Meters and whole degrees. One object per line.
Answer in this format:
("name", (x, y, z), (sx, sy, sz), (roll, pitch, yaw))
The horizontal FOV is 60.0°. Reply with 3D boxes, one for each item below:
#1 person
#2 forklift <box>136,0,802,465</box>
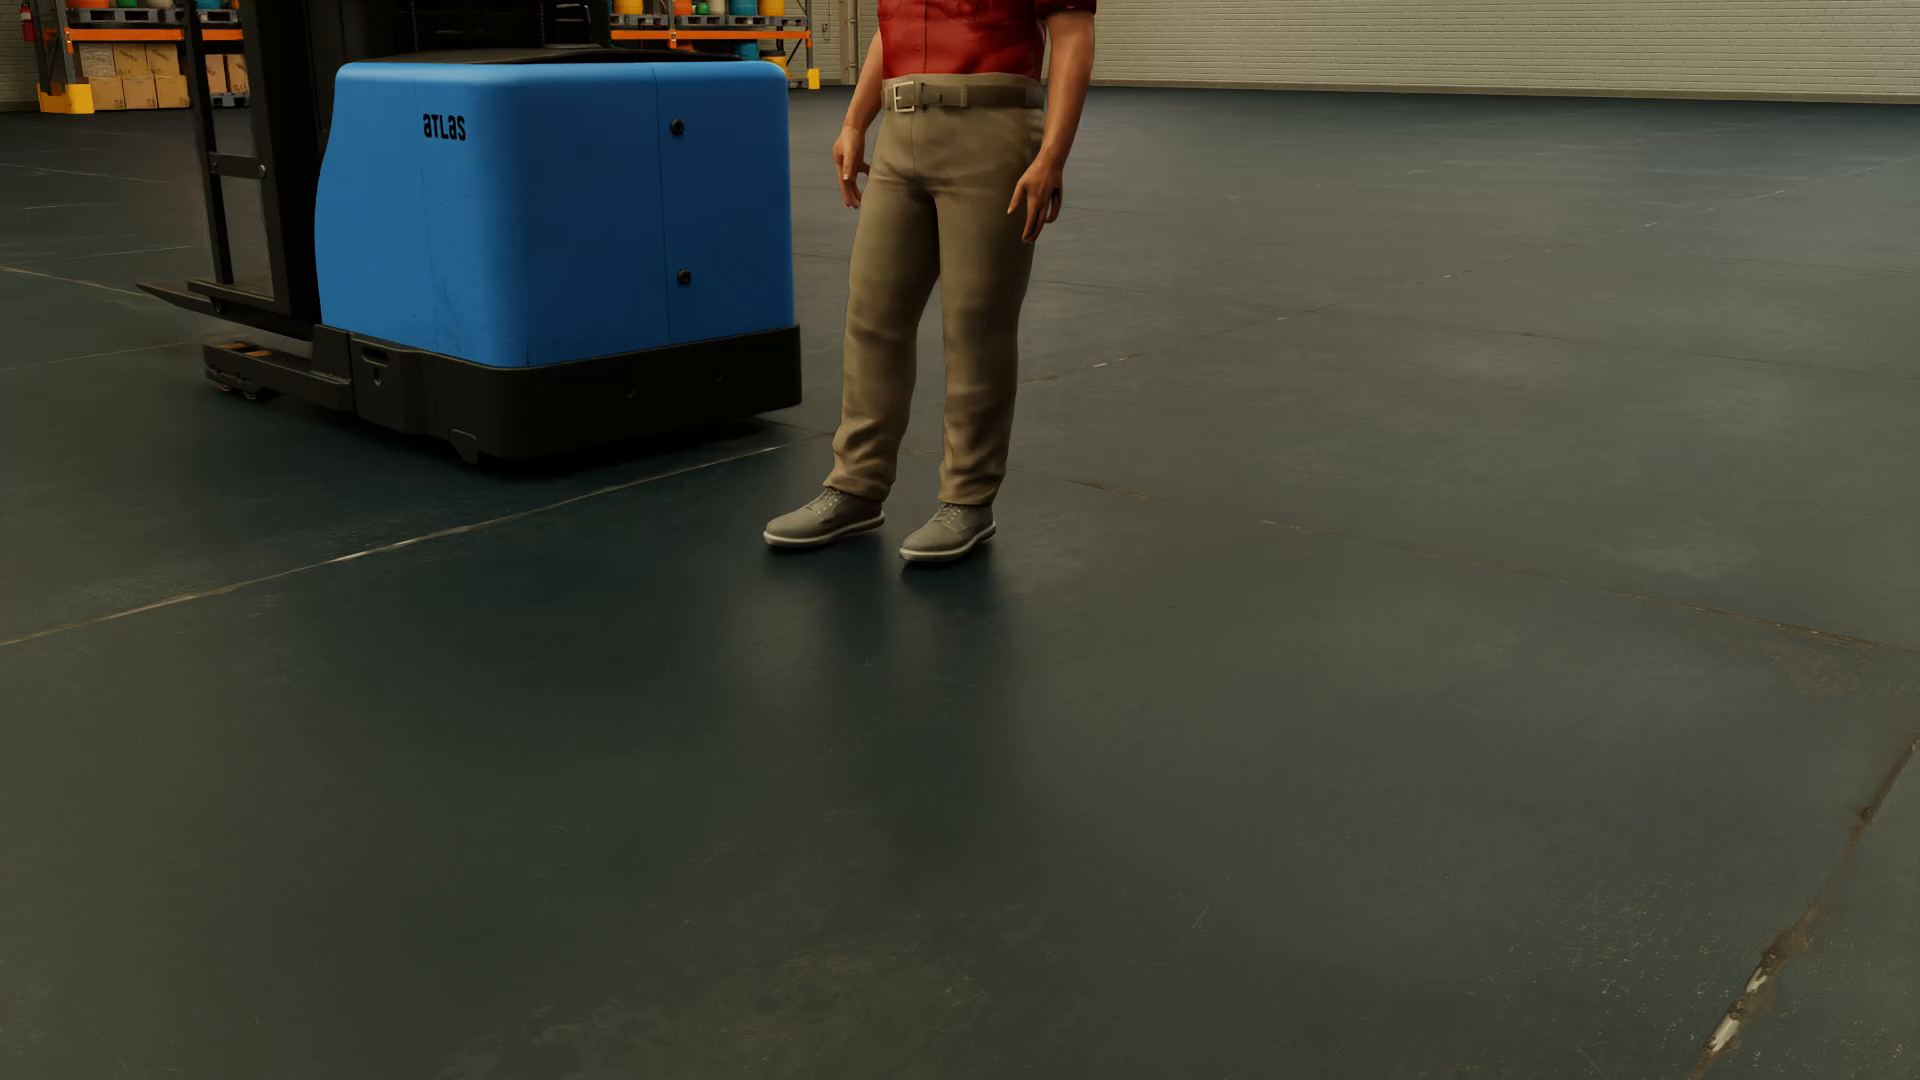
("person", (-0.066, -0.817, 3.629), (0.641, 1.728, 0.550), (13, 21, 37))
("forklift", (-1.890, -1.953, 5.329), (3.031, 2.935, 1.130), (16, 23, 42))
